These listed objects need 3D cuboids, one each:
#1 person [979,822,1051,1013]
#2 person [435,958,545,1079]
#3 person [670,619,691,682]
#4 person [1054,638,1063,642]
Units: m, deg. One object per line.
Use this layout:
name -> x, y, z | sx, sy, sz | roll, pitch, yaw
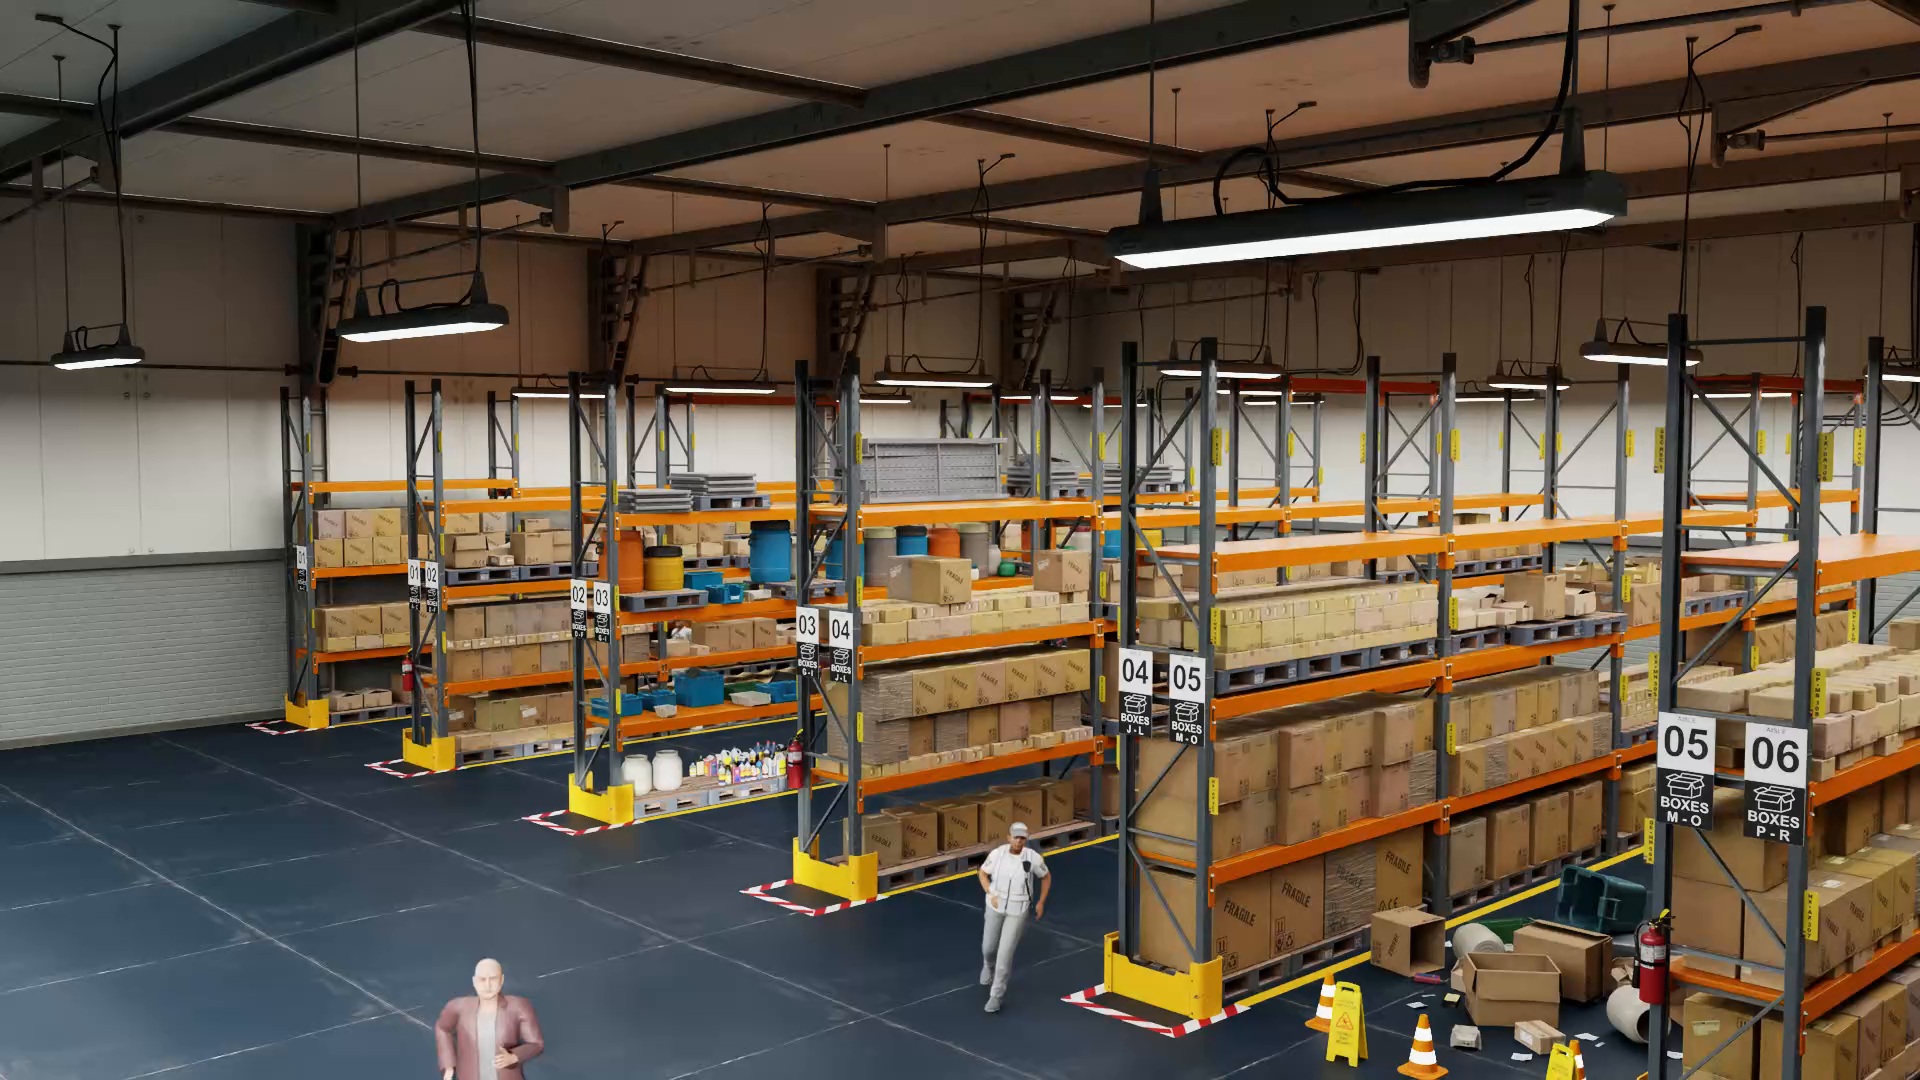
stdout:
person -> 0.466, 3.377, 15.150 | 0.669, 1.648, 0.823 | 1, 4, 10
person -> -3.020, 3.586, 10.681 | 0.694, 1.823, 0.876 | -1, 4, -13
person -> -5.253, 2.302, 31.115 | 0.734, 1.805, 0.687 | -4, 5, -44
person -> 2.027, 2.266, 32.852 | 0.574, 1.603, 0.561 | 3, 4, 34
